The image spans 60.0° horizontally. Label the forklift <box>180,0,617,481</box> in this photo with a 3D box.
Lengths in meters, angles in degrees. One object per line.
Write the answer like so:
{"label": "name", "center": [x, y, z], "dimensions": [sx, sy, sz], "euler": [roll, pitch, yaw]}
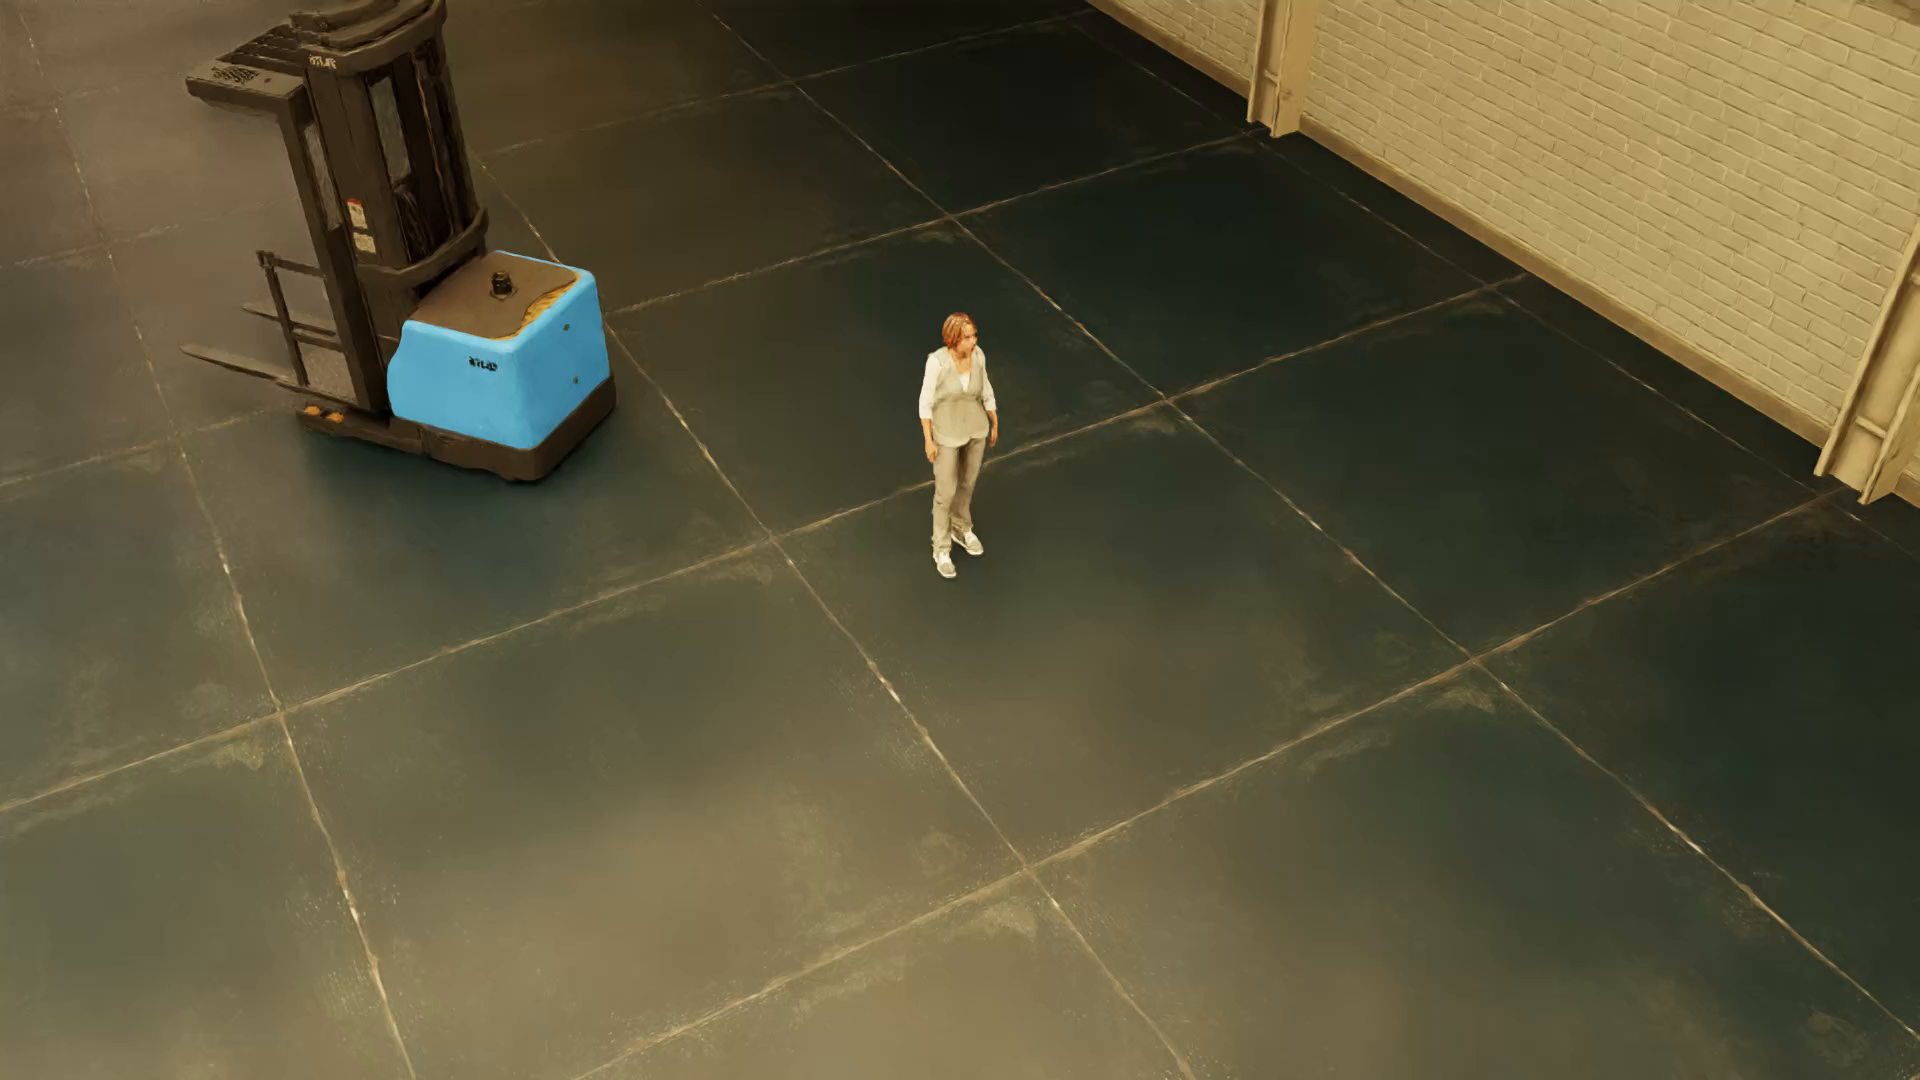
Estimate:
{"label": "forklift", "center": [-3.909, -2.114, 10.585], "dimensions": [3.031, 2.935, 1.130], "euler": [15, 42, 17]}

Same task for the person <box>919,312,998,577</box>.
{"label": "person", "center": [0.025, -0.572, 9.765], "dimensions": [0.521, 1.591, 0.474], "euler": [-20, 44, -23]}
